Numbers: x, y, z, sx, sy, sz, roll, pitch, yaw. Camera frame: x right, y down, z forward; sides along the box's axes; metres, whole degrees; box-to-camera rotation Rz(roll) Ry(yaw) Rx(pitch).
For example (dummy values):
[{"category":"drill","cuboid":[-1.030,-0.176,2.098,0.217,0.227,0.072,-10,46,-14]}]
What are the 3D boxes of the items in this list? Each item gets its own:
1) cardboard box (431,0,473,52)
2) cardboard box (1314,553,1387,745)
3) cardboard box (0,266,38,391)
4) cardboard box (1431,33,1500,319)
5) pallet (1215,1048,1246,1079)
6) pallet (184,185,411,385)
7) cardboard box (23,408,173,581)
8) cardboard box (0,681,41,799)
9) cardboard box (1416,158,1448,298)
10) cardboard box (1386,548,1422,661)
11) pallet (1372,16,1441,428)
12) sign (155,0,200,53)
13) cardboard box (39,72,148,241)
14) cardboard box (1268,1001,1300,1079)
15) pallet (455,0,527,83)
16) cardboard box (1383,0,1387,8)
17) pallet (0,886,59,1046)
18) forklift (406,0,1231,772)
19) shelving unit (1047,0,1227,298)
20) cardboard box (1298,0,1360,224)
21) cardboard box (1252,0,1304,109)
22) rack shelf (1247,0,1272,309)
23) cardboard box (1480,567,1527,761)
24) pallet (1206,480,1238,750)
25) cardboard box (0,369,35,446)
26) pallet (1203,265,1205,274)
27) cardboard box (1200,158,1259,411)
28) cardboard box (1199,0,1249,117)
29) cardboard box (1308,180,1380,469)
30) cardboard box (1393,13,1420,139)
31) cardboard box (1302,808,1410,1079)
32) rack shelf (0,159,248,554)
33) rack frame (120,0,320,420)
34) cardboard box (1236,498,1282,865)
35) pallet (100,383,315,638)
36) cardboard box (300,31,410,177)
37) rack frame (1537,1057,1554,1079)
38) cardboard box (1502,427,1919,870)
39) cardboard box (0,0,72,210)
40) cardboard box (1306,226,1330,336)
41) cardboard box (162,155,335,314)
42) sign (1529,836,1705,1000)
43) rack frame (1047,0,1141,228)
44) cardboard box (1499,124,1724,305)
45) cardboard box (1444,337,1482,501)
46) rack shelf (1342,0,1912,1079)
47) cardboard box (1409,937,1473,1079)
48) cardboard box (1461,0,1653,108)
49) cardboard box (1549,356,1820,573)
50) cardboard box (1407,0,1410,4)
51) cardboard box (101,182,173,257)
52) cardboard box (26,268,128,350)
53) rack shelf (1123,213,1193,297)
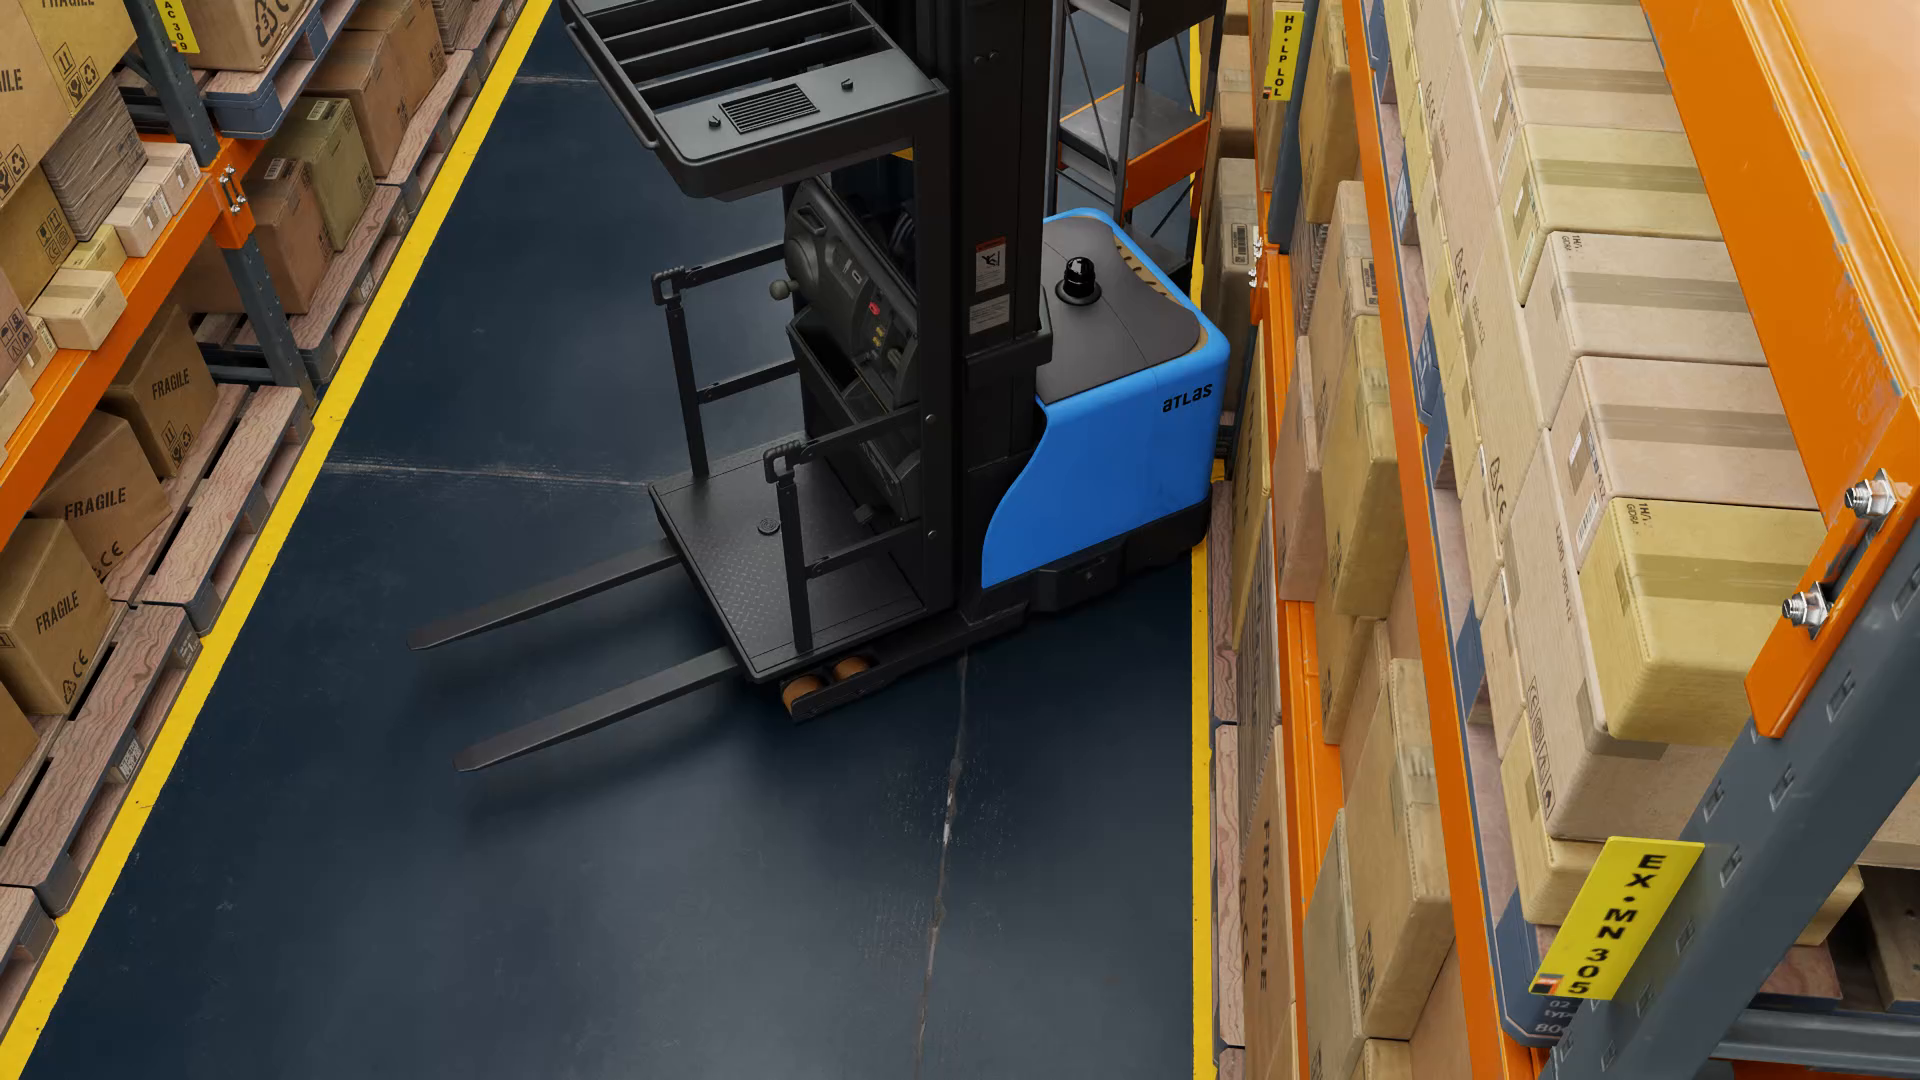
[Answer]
[{"category":"cardboard box","cuboid":[-3.038,-2.946,8.833,0.700,0.500,0.500,0,48,0]},{"category":"cardboard box","cuboid":[1.442,0.216,4.444,0.875,0.550,0.500,4,48,4]},{"category":"cardboard box","cuboid":[-3.452,-0.672,5.089,0.875,0.500,0.500,4,48,4]},{"category":"cardboard box","cuboid":[1.101,-0.609,2.815,0.500,0.250,0.500,4,48,3]},{"category":"pallet","cuboid":[1.237,2.092,4.720,1.003,0.211,1.213,4,48,4]},{"category":"pallet","cuboid":[-3.254,-1.235,7.762,1.003,0.211,1.213,4,48,4]},{"category":"cardboard box","cuboid":[-3.445,-0.189,6.326,0.500,0.500,0.500,18,50,16]},{"category":"cardboard box","cuboid":[-3.519,0.679,5.531,0.500,0.500,0.500,8,48,7]},{"category":"cardboard box","cuboid":[1.051,-0.560,3.041,0.380,0.149,0.250,4,48,4]},{"category":"cardboard box","cuboid":[1.459,0.246,3.685,0.875,0.550,0.550,4,48,4]},{"category":"pallet","cuboid":[1.407,-0.684,3.396,1.003,0.211,1.213,4,48,4]},{"category":"sign","cuboid":[-2.783,-1.865,5.862,0.100,0.325,0.005,4,48,4]},{"category":"cardboard box","cuboid":[-3.427,-1.411,5.765,0.875,0.500,0.500,4,48,4]},{"category":"cardboard box","cuboid":[1.238,1.816,4.237,0.875,0.875,0.875,4,48,4]},{"category":"pallet","cuboid":[-3.032,-3.028,9.402,1.003,0.211,1.213,4,48,4]},{"category":"cardboard box","cuboid":[1.144,-1.306,3.723,0.380,0.149,0.250,3,48,3]},{"category":"pallet","cuboid":[-3.572,1.626,5.145,1.003,0.211,1.213,4,48,4]},{"category":"forklift","cuboid":[-0.552,-0.775,5.499,3.031,2.935,1.130,-21,51,-18]},{"category":"shelving unit","cuboid":[0.680,-1.517,6.741,0.503,2.100,0.431,-34,56,-27]},{"category":"cardboard box","cuboid":[1.538,-1.342,5.137,0.875,0.550,0.550,4,48,4]},{"category":"cardboard box","cuboid":[1.434,-2.002,6.507,0.500,0.500,0.500,3,48,3]},{"category":"rack shelf","cuboid":[1.788,-2.423,7.447,1.077,0.370,4.000,4,48,4]},{"category":"cardboard box","cuboid":[0.958,0.188,2.356,0.380,0.149,0.250,4,48,4]},{"category":"pallet","cuboid":[1.459,0.299,6.360,1.003,0.211,1.213,4,48,4]},{"category":"cardboard box","cuboid":[-3.214,-0.426,5.303,0.380,0.149,0.250,4,48,4]},{"category":"pallet","cuboid":[1.710,-1.726,8.211,1.003,0.211,1.213,4,48,4]},{"category":"cardboard box","cuboid":[1.573,-1.041,6.935,1.050,0.750,0.750,4,48,3]},{"category":"cardboard box","cuboid":[1.749,-2.434,8.209,1.050,0.750,0.750,5,48,4]},{"category":"cardboard box","cuboid":[1.418,-0.543,4.406,0.875,0.550,0.550,4,48,4]},{"category":"cardboard box","cuboid":[1.096,-0.937,3.385,0.380,0.149,0.250,4,48,4]},{"category":"cardboard box","cuboid":[1.259,1.011,3.716,0.875,0.550,0.550,4,48,4]},{"category":"rack shelf","cuboid":[-3.506,0.109,5.131,1.077,0.370,4.000,4,48,4]},{"category":"rack frame","cuboid":[-3.324,-1.604,6.210,1.000,3.000,0.127,4,48,4]},{"category":"cardboard box","cuboid":[1.401,0.500,5.442,0.875,0.875,0.875,4,48,4]},{"category":"pallet","cuboid":[-3.350,-0.167,6.785,1.003,0.211,1.213,4,48,4]},{"category":"cardboard box","cuboid":[-3.134,-2.119,8.077,0.700,0.500,0.500,0,48,0]},{"category":"rack frame","cuboid":[1.242,1.743,3.149,1.000,3.000,0.127,4,48,4]},{"category":"cardboard box","cuboid":[1.008,0.127,2.142,0.500,0.250,0.500,4,48,4]},{"category":"cardboard box","cuboid":[-3.135,-1.359,5.039,0.500,0.500,0.500,4,48,4]},{"category":"cardboard box","cuboid":[1.557,-0.569,5.162,0.875,0.550,0.550,4,48,4]},{"category":"cardboard box","cuboid":[-3.247,-1.358,7.381,0.700,0.500,0.500,1,48,1]},{"category":"sign","cuboid":[0.703,0.412,1.787,0.100,0.325,0.005,4,48,4]},{"category":"rack frame","cuboid":[0.499,-1.396,6.630,0.015,2.100,0.400,-34,56,-27]},{"category":"cardboard box","cuboid":[1.004,-0.461,2.410,0.380,0.149,0.250,5,48,4]},{"category":"cardboard box","cuboid":[1.005,-0.186,2.699,0.380,0.149,0.250,4,48,4]},{"category":"rack shelf","cuboid":[1.424,-0.544,3.599,0.831,0.071,3.687,4,48,4]},{"category":"cardboard box","cuboid":[1.314,1.058,2.942,0.875,0.550,0.550,4,48,4]},{"category":"cardboard box","cuboid":[1.051,-0.833,2.750,0.380,0.149,0.250,3,48,3]},{"category":"cardboard box","cuboid":[0.959,-0.082,2.063,0.380,0.149,0.250,4,48,4]},{"category":"cardboard box","cuboid":[1.193,-1.351,3.494,0.500,0.250,0.500,3,48,3]},{"category":"cardboard box","cuboid":[-3.083,-1.158,5.973,0.380,0.149,0.250,4,48,4]},{"category":"cardboard box","cuboid":[-3.077,-0.787,5.633,0.380,0.149,0.250,4,48,4]},{"category":"rack shelf","cuboid":[0.680,-1.035,7.267,0.480,0.518,0.431,-34,56,-27]}]
